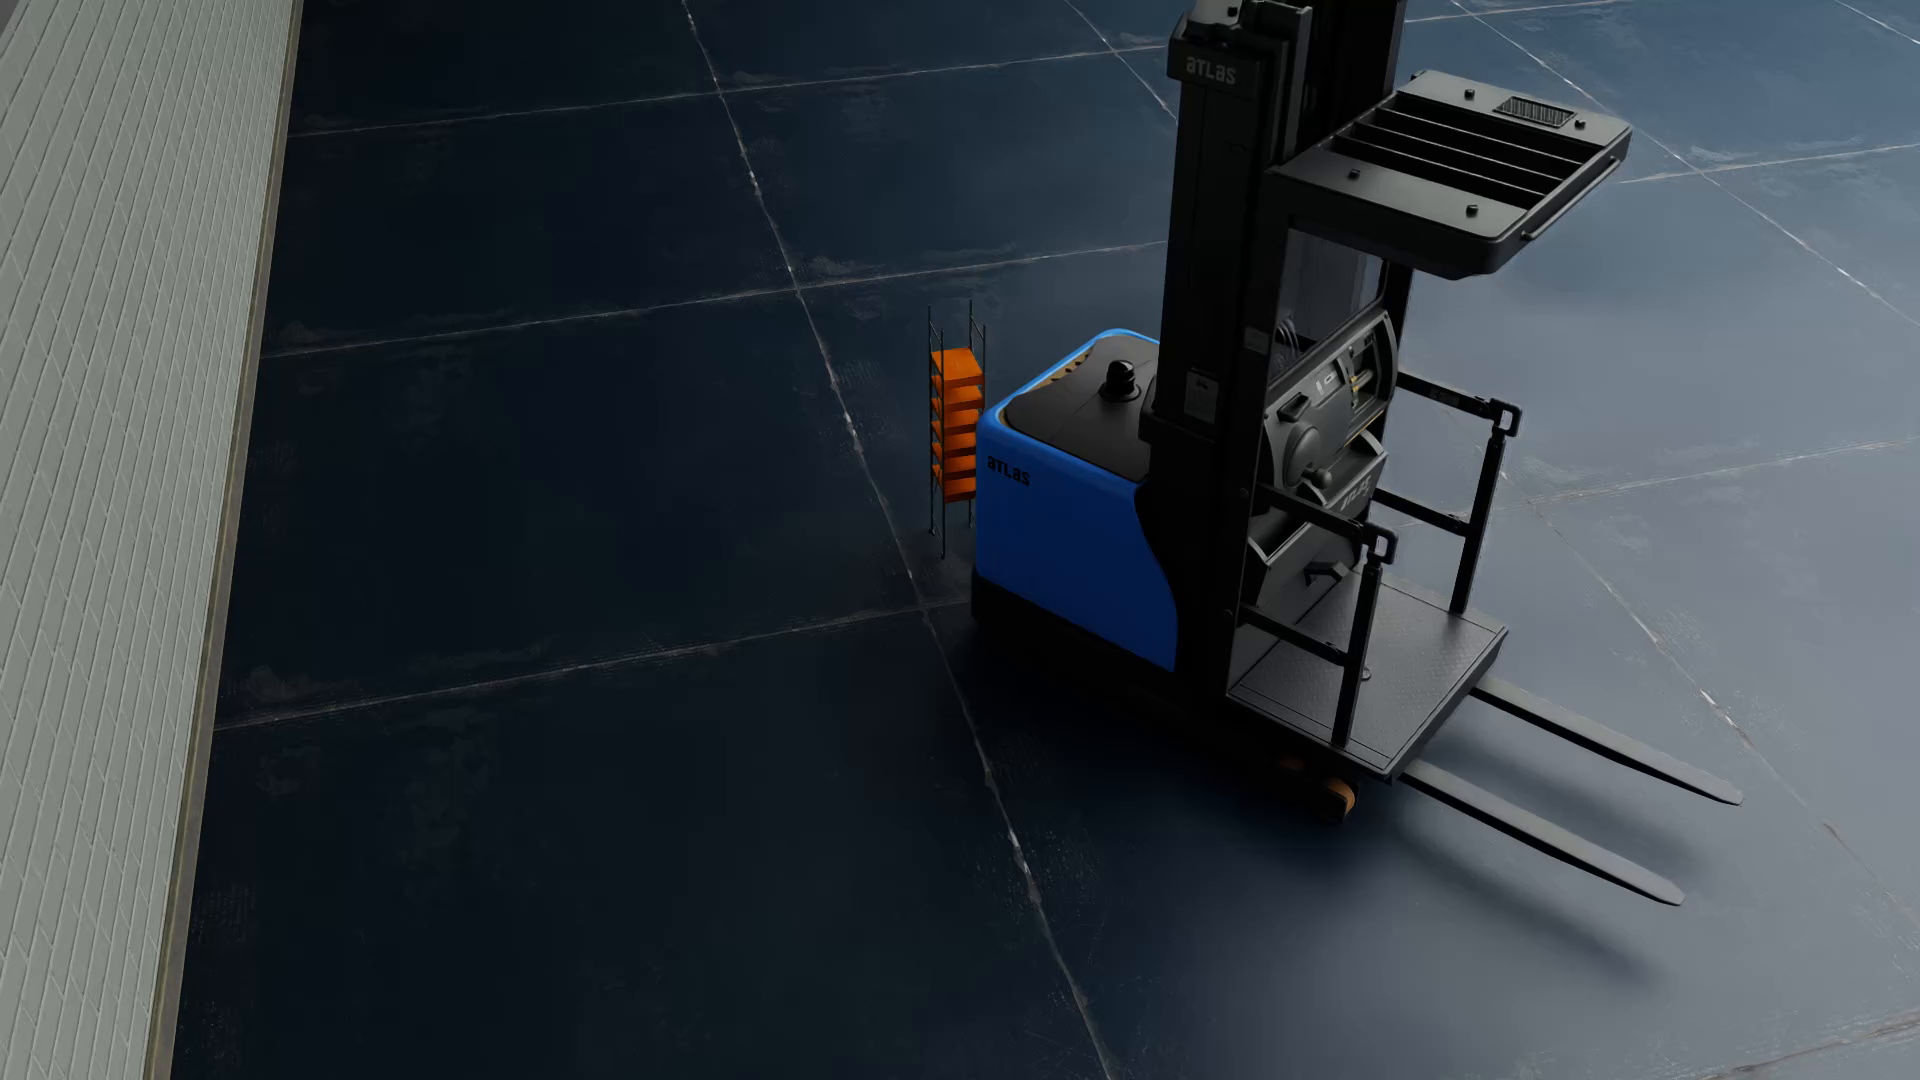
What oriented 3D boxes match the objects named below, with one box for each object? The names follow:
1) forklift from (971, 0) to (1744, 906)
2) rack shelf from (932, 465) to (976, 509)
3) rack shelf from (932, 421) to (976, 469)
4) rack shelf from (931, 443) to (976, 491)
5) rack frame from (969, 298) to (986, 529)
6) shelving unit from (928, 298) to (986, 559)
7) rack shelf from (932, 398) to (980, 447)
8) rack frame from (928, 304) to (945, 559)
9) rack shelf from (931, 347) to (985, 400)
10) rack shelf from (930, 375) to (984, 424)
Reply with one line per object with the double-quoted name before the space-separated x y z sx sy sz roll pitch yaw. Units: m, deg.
"forklift" 1.513 -0.460 5.939 3.031 2.935 1.130 26 45 30
"rack shelf" -0.014 -0.248 7.555 0.180 0.103 0.258 -9 38 -12
"rack shelf" -0.014 -0.439 7.409 0.180 0.103 0.258 -9 38 -12
"rack shelf" -0.014 -0.344 7.482 0.180 0.103 0.258 -9 38 -12
"rack frame" 0.074 -0.489 7.401 0.006 1.200 0.240 -9 38 -12
"shelving unit" -0.014 -0.474 7.382 0.189 1.200 0.258 -9 38 -12
"rack shelf" -0.014 -0.534 7.337 0.180 0.103 0.258 -9 38 -12
"rack frame" -0.102 -0.460 7.364 0.006 1.200 0.240 -9 38 -12
"rack shelf" -0.014 -0.725 7.191 0.180 0.103 0.258 -9 38 -12
"rack shelf" -0.014 -0.630 7.264 0.180 0.103 0.258 -9 38 -12
